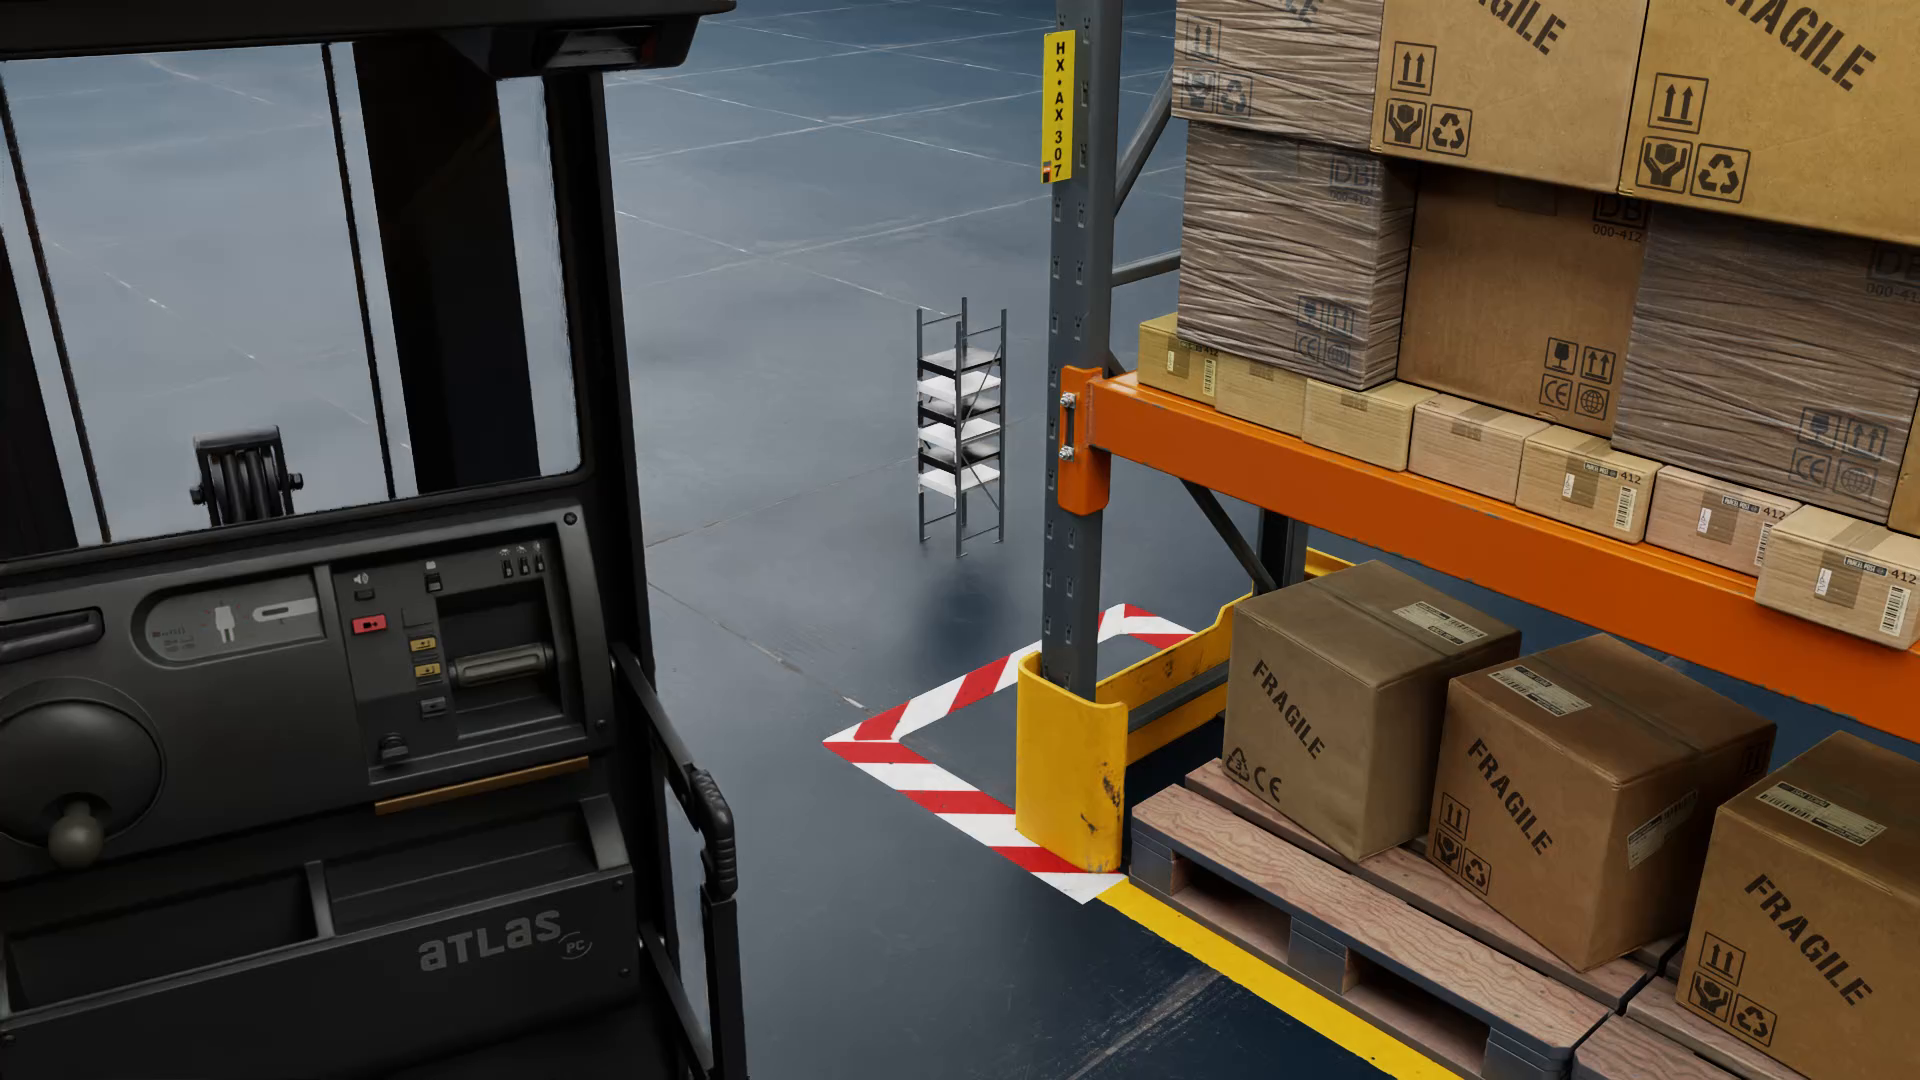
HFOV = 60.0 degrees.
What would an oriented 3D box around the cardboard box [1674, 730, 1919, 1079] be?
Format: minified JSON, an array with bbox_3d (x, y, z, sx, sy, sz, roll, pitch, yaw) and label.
[{"bbox_3d":[1.879,0.784,3.424,0.500,0.500,0.500,-18,30,-34],"label":"cardboard box"}]

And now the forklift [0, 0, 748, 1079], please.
[{"bbox_3d":[-0.896,0.229,2.217,1.130,2.935,3.031,-11,27,-22],"label":"forklift"}]

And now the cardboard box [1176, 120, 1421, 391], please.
[{"bbox_3d":[0.973,-0.729,3.756,0.875,0.500,0.500,-21,32,-38],"label":"cardboard box"}]

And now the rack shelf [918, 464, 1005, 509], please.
[{"bbox_3d":[0.006,-0.213,6.146,0.258,0.077,0.200,-21,32,-38],"label":"rack shelf"}]

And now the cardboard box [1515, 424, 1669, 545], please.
[{"bbox_3d":[1.306,-0.146,3.259,0.380,0.149,0.250,-21,32,-38],"label":"cardboard box"}]

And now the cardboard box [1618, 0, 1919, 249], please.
[{"bbox_3d":[1.473,-0.810,2.729,0.500,0.500,0.500,-21,32,-38],"label":"cardboard box"}]

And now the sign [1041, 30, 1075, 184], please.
[{"bbox_3d":[0.221,-0.963,3.704,0.100,0.325,0.005,-21,32,-38],"label":"sign"}]

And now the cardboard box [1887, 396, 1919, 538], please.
[{"bbox_3d":[2.045,-0.293,2.800,0.875,0.500,0.500,-21,32,-38],"label":"cardboard box"}]

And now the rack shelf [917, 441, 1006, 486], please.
[{"bbox_3d":[0.006,-0.295,6.109,0.258,0.077,0.200,-21,32,-38],"label":"rack shelf"}]

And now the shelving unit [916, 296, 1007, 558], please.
[{"bbox_3d":[0.006,-0.407,6.058,0.258,0.900,0.210,-21,32,-38],"label":"shelving unit"}]

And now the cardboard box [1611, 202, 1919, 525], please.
[{"bbox_3d":[1.712,-0.448,3.140,0.875,0.500,0.500,-21,32,-38],"label":"cardboard box"}]

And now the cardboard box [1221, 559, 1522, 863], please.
[{"bbox_3d":[1.031,0.417,4.227,0.500,0.500,0.500,-15,28,-29],"label":"cardboard box"}]

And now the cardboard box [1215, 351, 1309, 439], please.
[{"bbox_3d":[0.794,-0.374,3.758,0.380,0.149,0.250,-21,32,-38],"label":"cardboard box"}]

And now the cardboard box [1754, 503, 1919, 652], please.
[{"bbox_3d":[1.592,0.027,2.879,0.380,0.149,0.250,-21,32,-38],"label":"cardboard box"}]

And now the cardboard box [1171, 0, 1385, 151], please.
[{"bbox_3d":[0.794,-1.115,3.396,0.500,0.500,0.500,-21,32,-38],"label":"cardboard box"}]

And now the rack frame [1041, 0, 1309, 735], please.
[{"bbox_3d":[0.617,-0.723,4.221,1.000,3.000,0.127,-21,32,-38],"label":"rack frame"}]

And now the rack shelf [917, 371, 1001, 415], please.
[{"bbox_3d":[0.006,-0.540,5.997,0.258,0.077,0.200,-21,32,-38],"label":"rack shelf"}]

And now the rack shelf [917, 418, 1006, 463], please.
[{"bbox_3d":[0.006,-0.377,6.072,0.258,0.077,0.200,-21,32,-38],"label":"rack shelf"}]

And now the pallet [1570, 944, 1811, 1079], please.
[{"bbox_3d":[2.028,1.194,3.378,1.003,0.211,1.213,-21,32,-38],"label":"pallet"}]

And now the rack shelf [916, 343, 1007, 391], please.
[{"bbox_3d":[0.006,-0.622,5.960,0.258,0.077,0.200,-21,32,-38],"label":"rack shelf"}]

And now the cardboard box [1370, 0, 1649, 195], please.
[{"bbox_3d":[1.130,-0.961,3.060,0.500,0.500,0.500,-21,32,-38],"label":"cardboard box"}]

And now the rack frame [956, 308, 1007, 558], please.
[{"bbox_3d":[0.075,-0.376,5.990,0.240,0.900,0.006,-21,32,-38],"label":"rack frame"}]

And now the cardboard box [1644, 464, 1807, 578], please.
[{"bbox_3d":[1.497,-0.078,3.110,0.380,0.149,0.250,-21,32,-38],"label":"cardboard box"}]

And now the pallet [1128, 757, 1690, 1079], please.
[{"bbox_3d":[1.198,0.825,4.188,1.003,0.211,1.213,-21,32,-38],"label":"pallet"}]

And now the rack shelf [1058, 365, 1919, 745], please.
[{"bbox_3d":[1.984,0.210,3.042,1.077,0.370,4.000,-21,32,-38],"label":"rack shelf"}]

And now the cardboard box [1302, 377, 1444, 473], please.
[{"bbox_3d":[0.954,-0.294,3.582,0.380,0.149,0.250,-21,32,-38],"label":"cardboard box"}]

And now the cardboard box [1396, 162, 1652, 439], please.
[{"bbox_3d":[1.402,-0.612,3.499,0.875,0.500,0.500,-21,32,-38],"label":"cardboard box"}]

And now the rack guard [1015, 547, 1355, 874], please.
[{"bbox_3d":[0.669,0.437,4.689,1.175,0.500,0.348,-21,32,-38],"label":"rack guard"}]

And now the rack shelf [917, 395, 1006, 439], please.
[{"bbox_3d":[0.006,-0.459,6.034,0.258,0.077,0.200,-21,32,-38],"label":"rack shelf"}]

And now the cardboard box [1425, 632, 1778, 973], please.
[{"bbox_3d":[1.465,0.588,3.852,0.500,0.500,0.500,-12,27,-25],"label":"cardboard box"}]

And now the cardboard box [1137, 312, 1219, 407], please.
[{"bbox_3d":[0.638,-0.455,3.936,0.380,0.149,0.250,-21,32,-38],"label":"cardboard box"}]

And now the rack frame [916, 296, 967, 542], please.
[{"bbox_3d":[-0.064,-0.438,6.125,0.240,0.900,0.006,-21,32,-38],"label":"rack frame"}]

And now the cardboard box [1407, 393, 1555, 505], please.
[{"bbox_3d":[1.140,-0.224,3.429,0.380,0.149,0.250,-21,32,-38],"label":"cardboard box"}]
